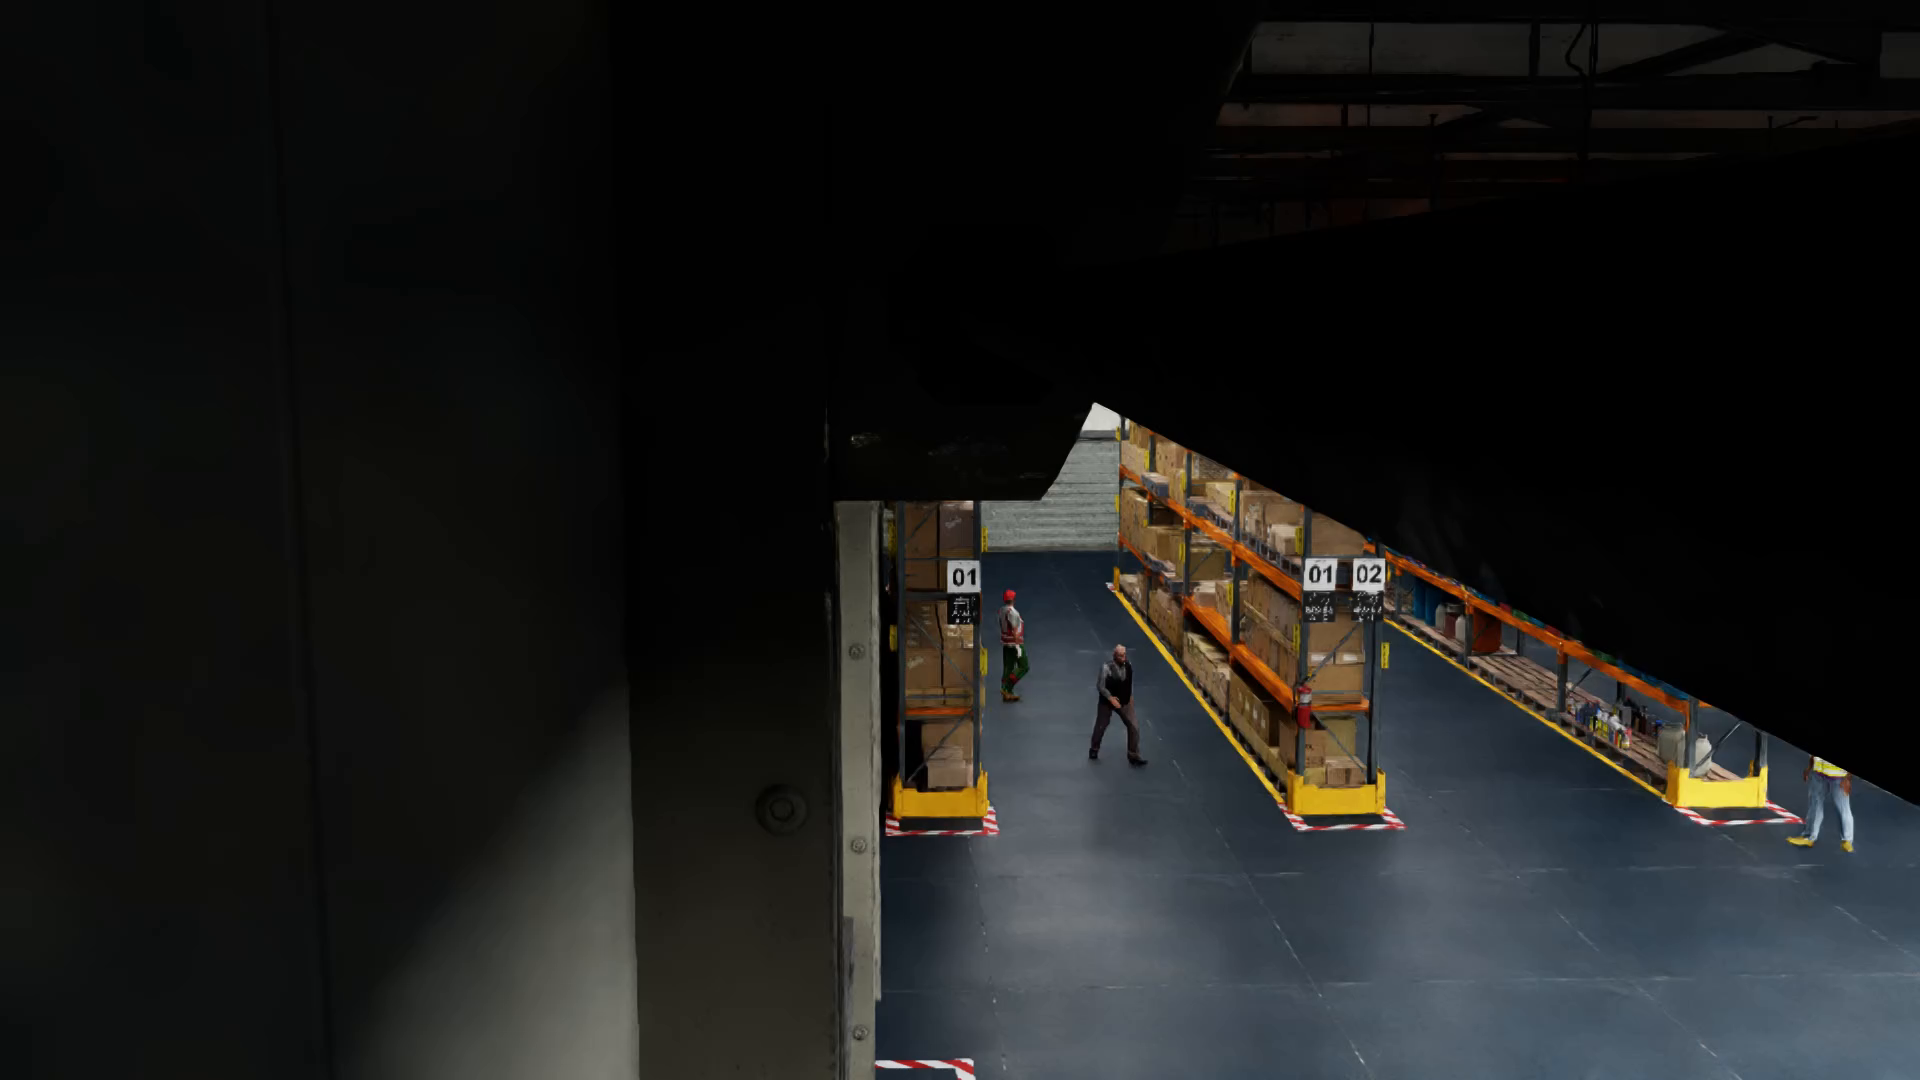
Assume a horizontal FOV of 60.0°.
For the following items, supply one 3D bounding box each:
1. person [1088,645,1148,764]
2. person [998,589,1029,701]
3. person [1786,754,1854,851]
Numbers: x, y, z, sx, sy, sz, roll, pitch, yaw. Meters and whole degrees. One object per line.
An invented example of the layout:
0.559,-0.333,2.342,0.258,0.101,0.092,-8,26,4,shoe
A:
2.136,2.232,22.844,0.674,1.660,0.841,-3,9,-20,person
0.802,1.671,26.321,0.444,1.779,0.598,-4,9,-26,person
10.023,2.703,19.253,0.624,1.767,0.687,-3,9,-18,person
